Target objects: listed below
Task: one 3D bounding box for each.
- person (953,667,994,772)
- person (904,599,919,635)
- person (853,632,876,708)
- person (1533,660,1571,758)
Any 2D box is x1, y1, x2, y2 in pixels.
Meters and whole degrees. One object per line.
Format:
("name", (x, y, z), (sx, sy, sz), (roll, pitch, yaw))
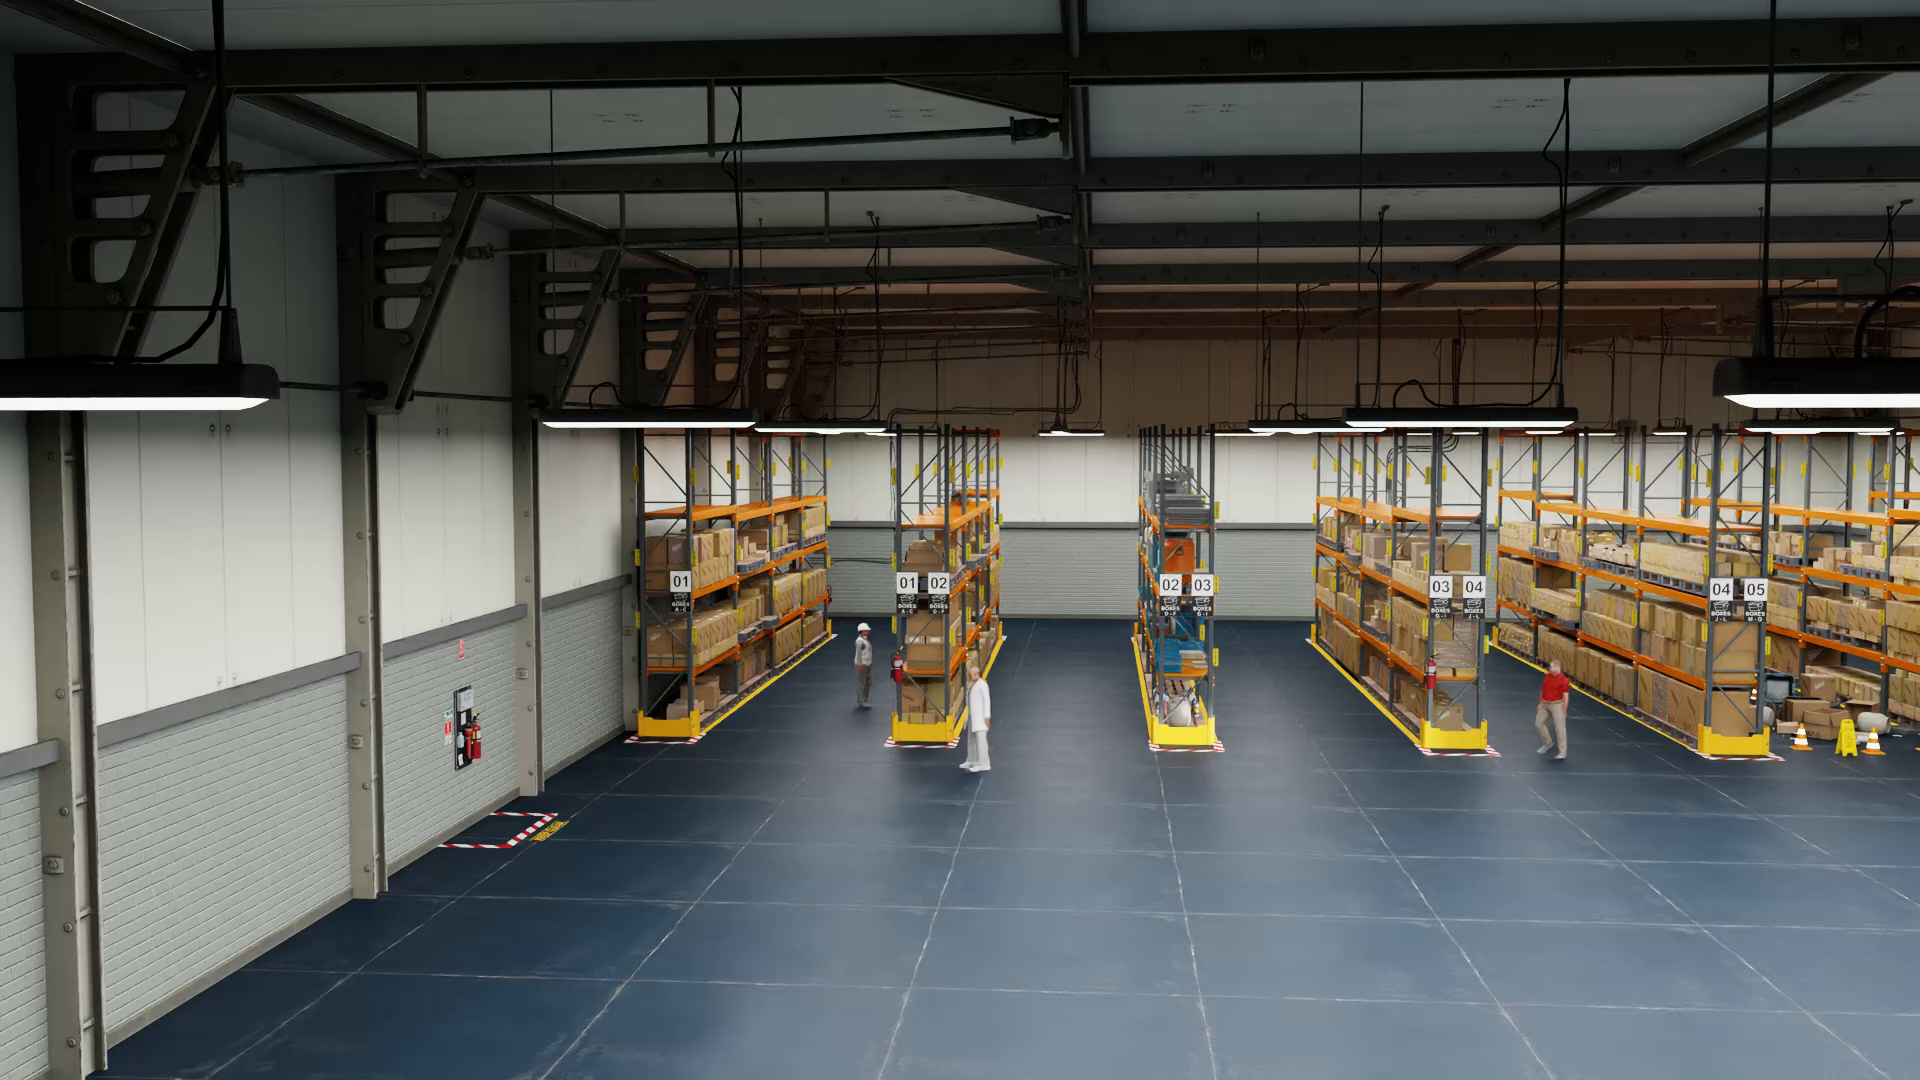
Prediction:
("person", (0.218, 3.083, 28.797), (0.725, 1.784, 0.426), (3, 4, 39))
("person", (-1.295, 1.923, 48.146), (0.495, 1.773, 0.660), (2, 4, 31))
("person", (-2.070, 2.726, 35.621), (0.449, 1.753, 0.656), (2, 4, 28))
("person", (10.655, 3.060, 29.937), (0.636, 1.803, 0.394), (2, 4, 35))
